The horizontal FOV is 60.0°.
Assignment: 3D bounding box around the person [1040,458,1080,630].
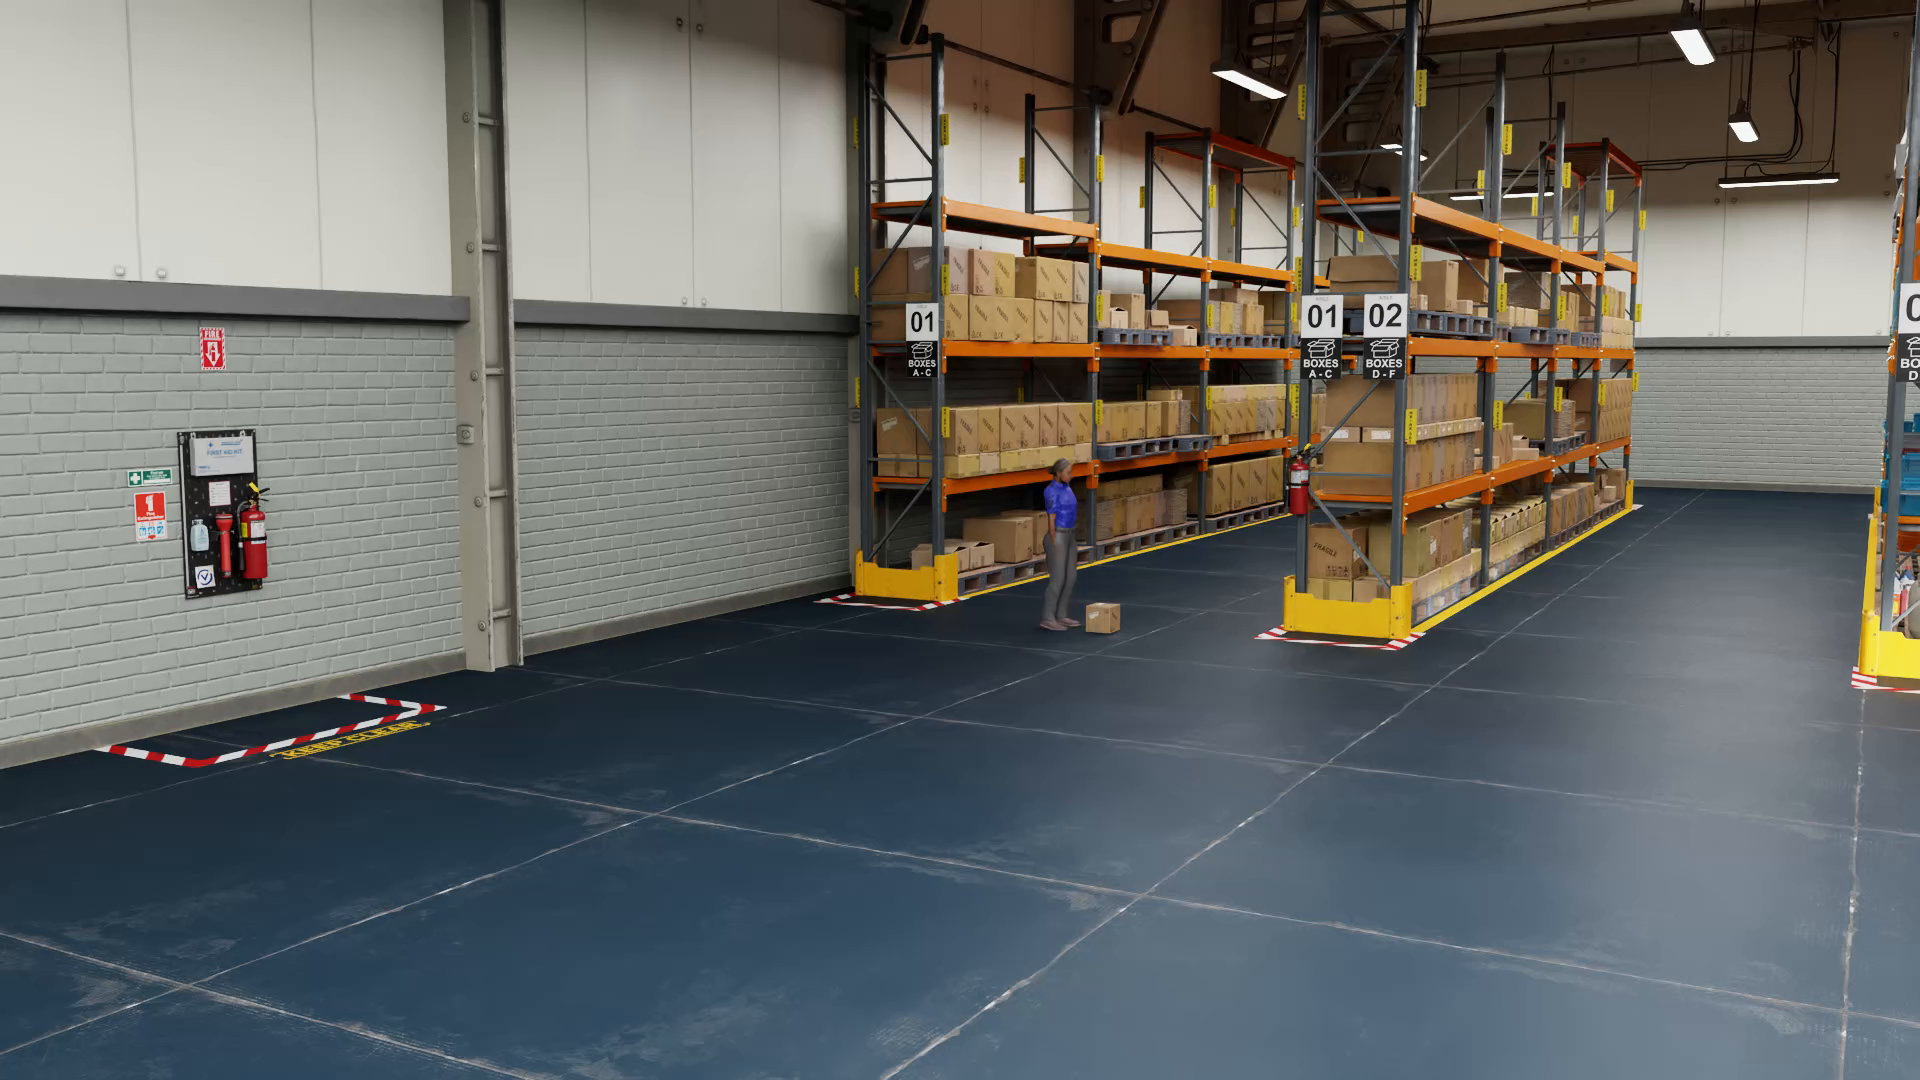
[{"bbox_3d":[0.988,0.037,16.147,0.308,1.666,0.438,3,7,30],"label":"person"}]
